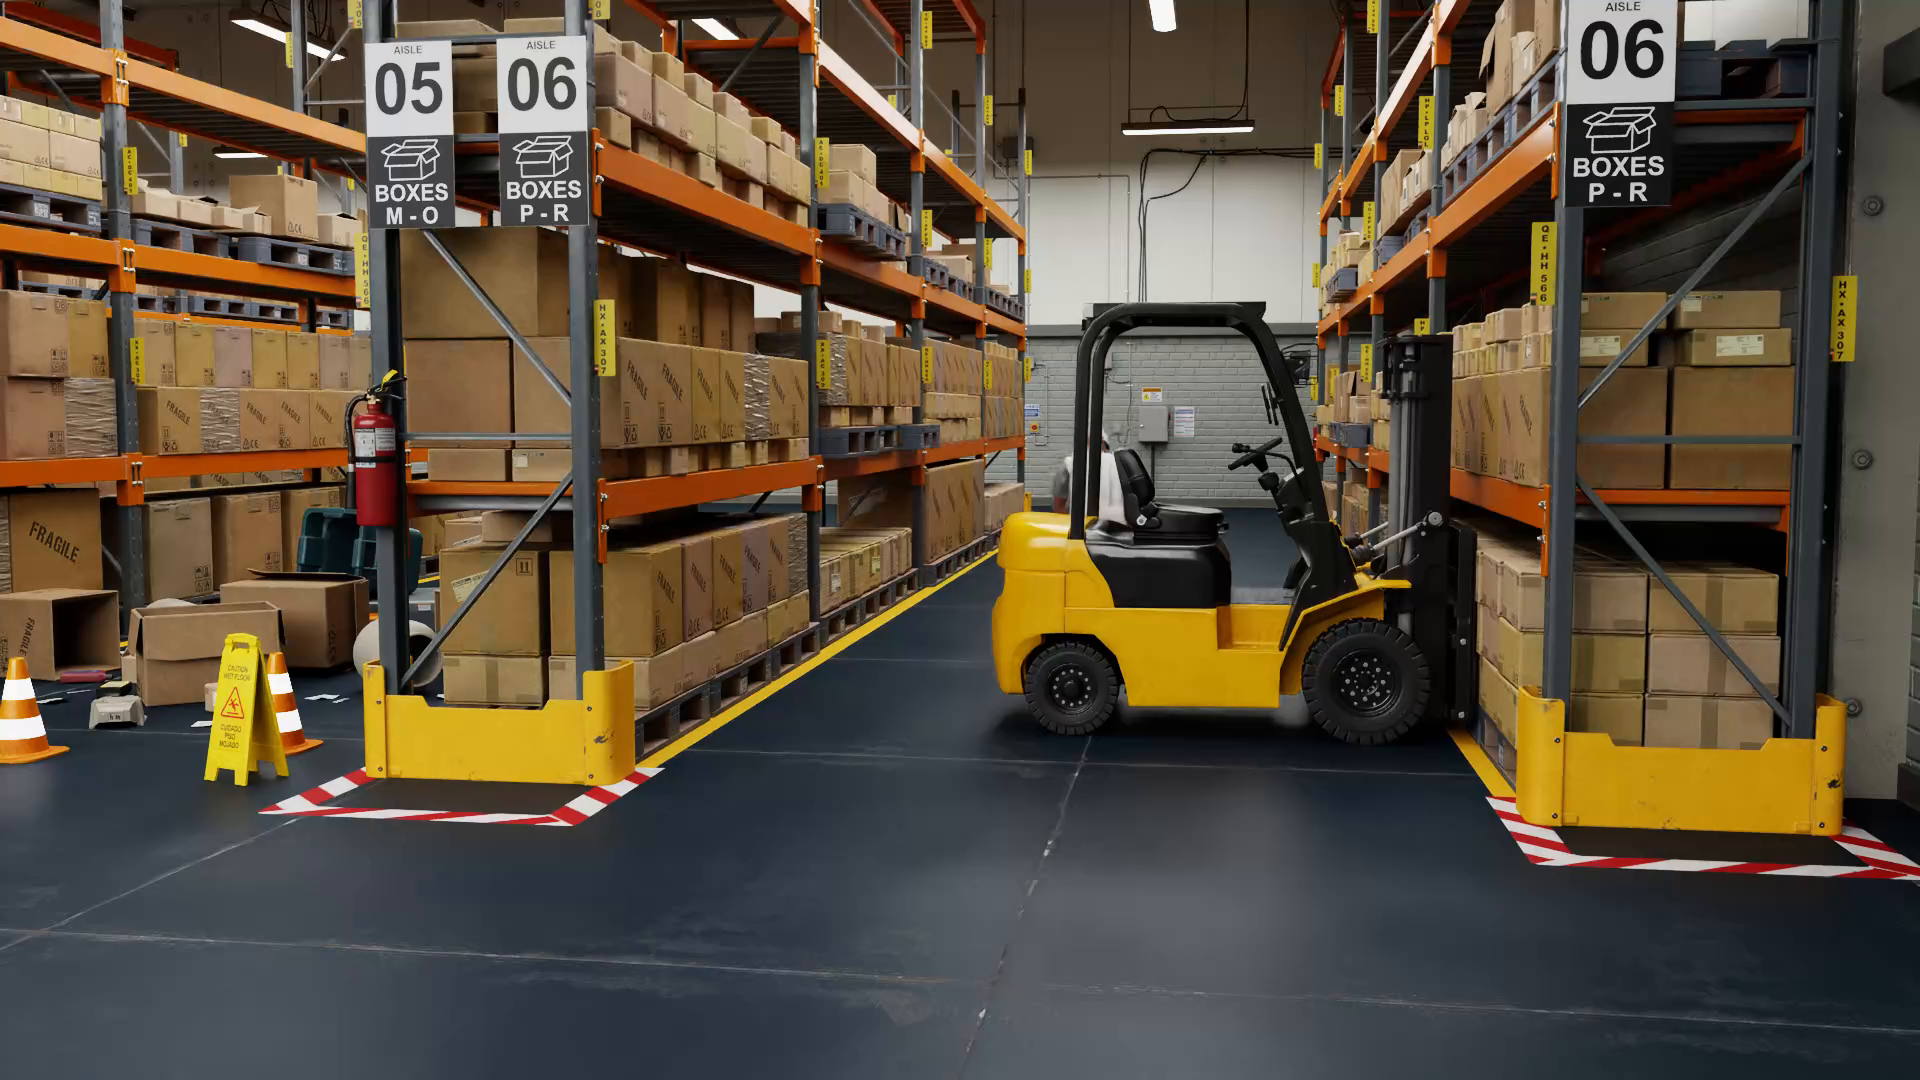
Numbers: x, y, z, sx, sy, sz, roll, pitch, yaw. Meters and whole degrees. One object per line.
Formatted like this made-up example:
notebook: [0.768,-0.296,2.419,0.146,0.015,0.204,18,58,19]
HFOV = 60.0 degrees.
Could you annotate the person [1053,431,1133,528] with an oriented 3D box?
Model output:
person: [0.939,-0.030,11.698,0.581,1.500,0.711,1,4,9]
